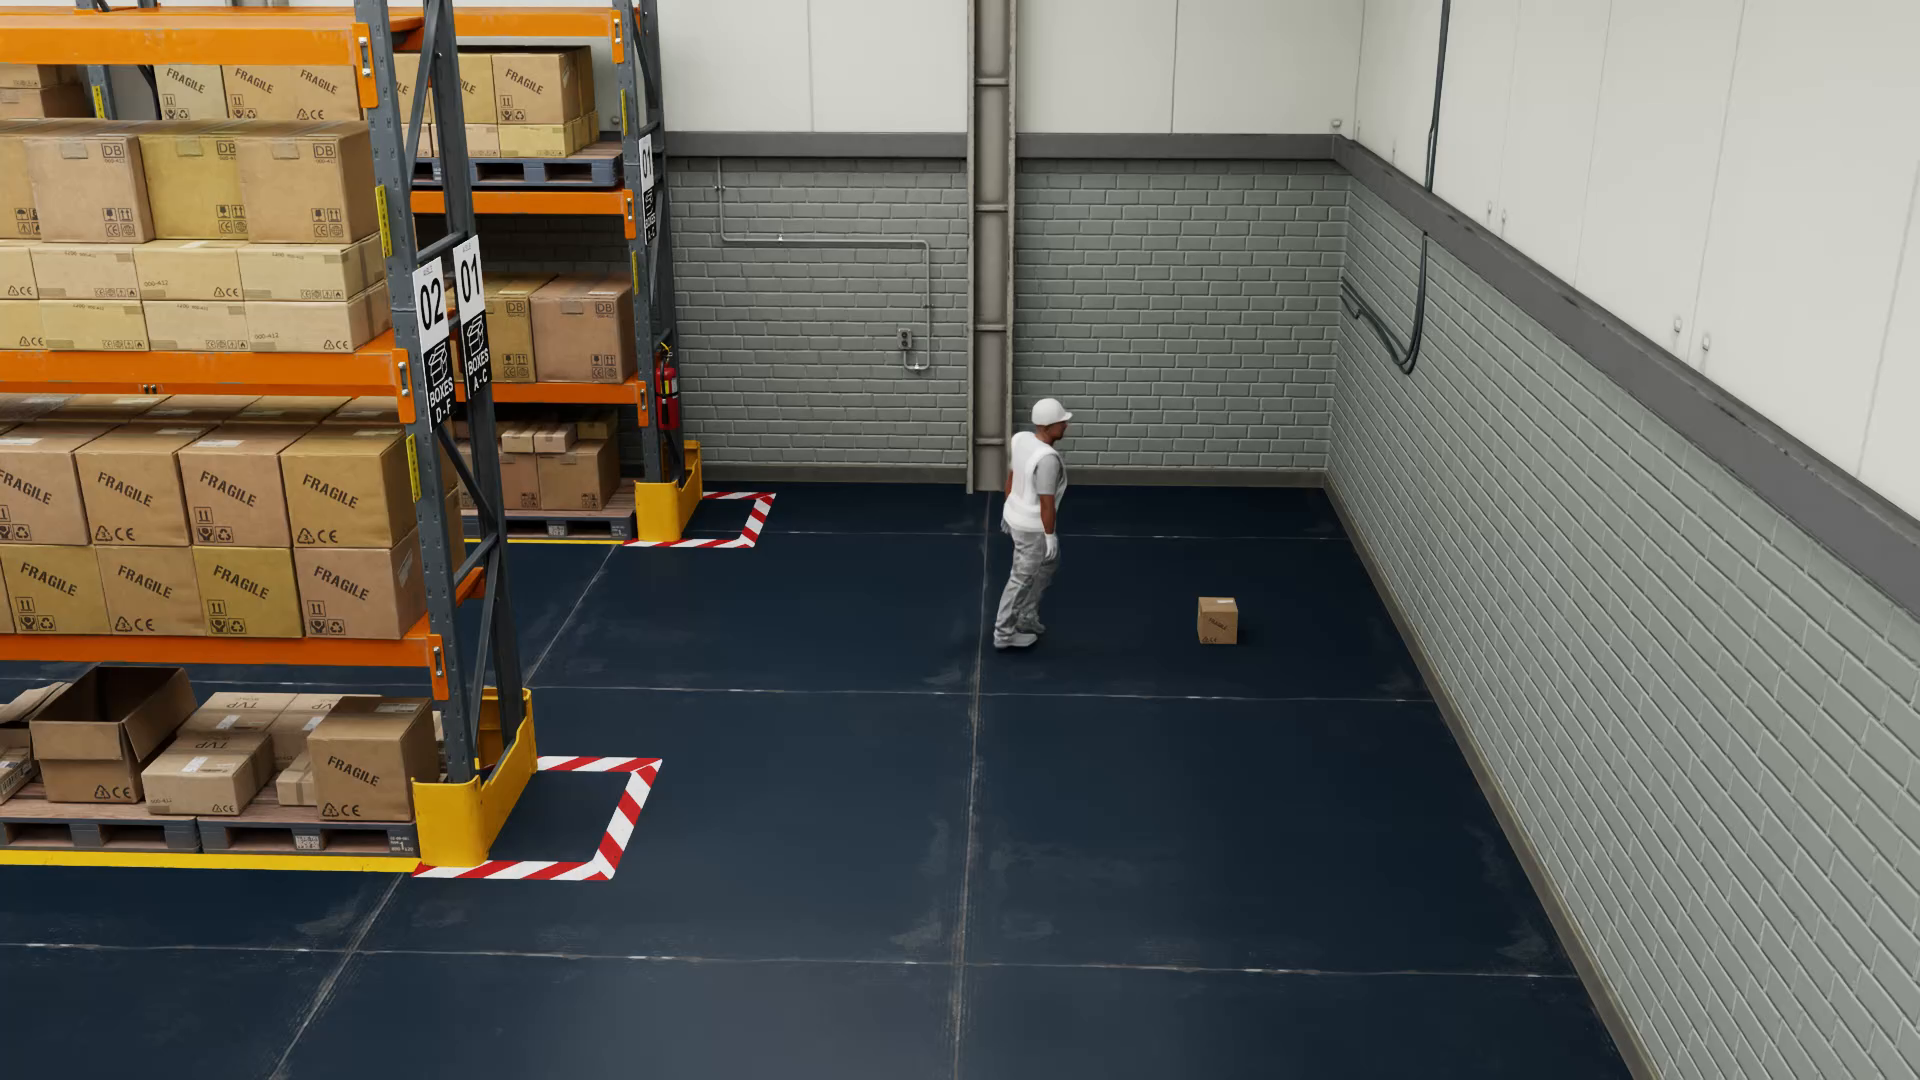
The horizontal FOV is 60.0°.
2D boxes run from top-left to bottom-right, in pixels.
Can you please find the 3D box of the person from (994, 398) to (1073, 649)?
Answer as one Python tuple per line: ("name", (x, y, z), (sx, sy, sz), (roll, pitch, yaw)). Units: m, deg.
("person", (0.487, -0.099, 11.283), (0.519, 1.778, 0.595), (-4, 21, -12))
